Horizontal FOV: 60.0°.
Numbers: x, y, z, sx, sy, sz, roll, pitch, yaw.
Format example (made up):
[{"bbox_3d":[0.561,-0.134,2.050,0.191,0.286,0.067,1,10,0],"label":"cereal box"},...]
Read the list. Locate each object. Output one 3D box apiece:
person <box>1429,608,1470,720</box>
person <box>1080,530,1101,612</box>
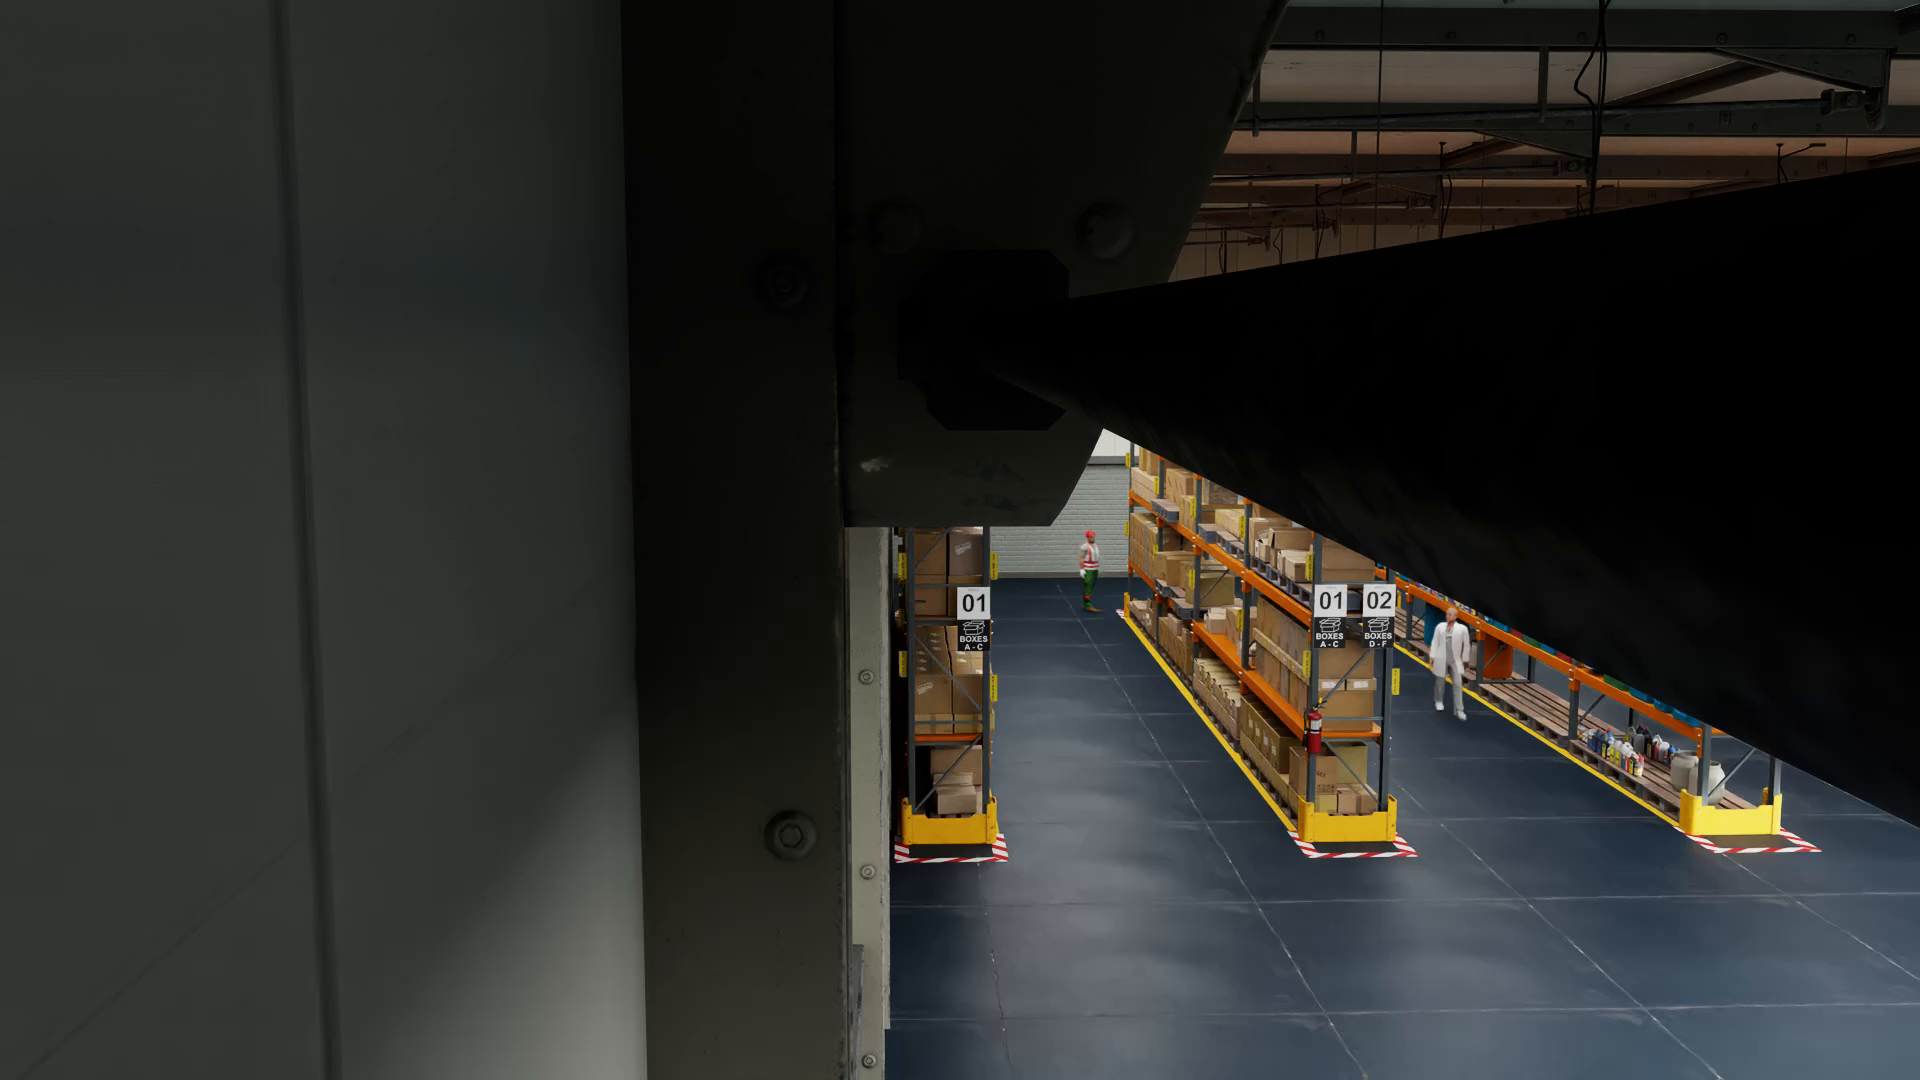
[{"bbox_3d":[7.988,1.981,27.128,0.670,1.744,1.019,0,7,1],"label":"person"},{"bbox_3d":[2.981,0.684,37.192,0.544,1.797,0.551,7,10,43],"label":"person"}]
